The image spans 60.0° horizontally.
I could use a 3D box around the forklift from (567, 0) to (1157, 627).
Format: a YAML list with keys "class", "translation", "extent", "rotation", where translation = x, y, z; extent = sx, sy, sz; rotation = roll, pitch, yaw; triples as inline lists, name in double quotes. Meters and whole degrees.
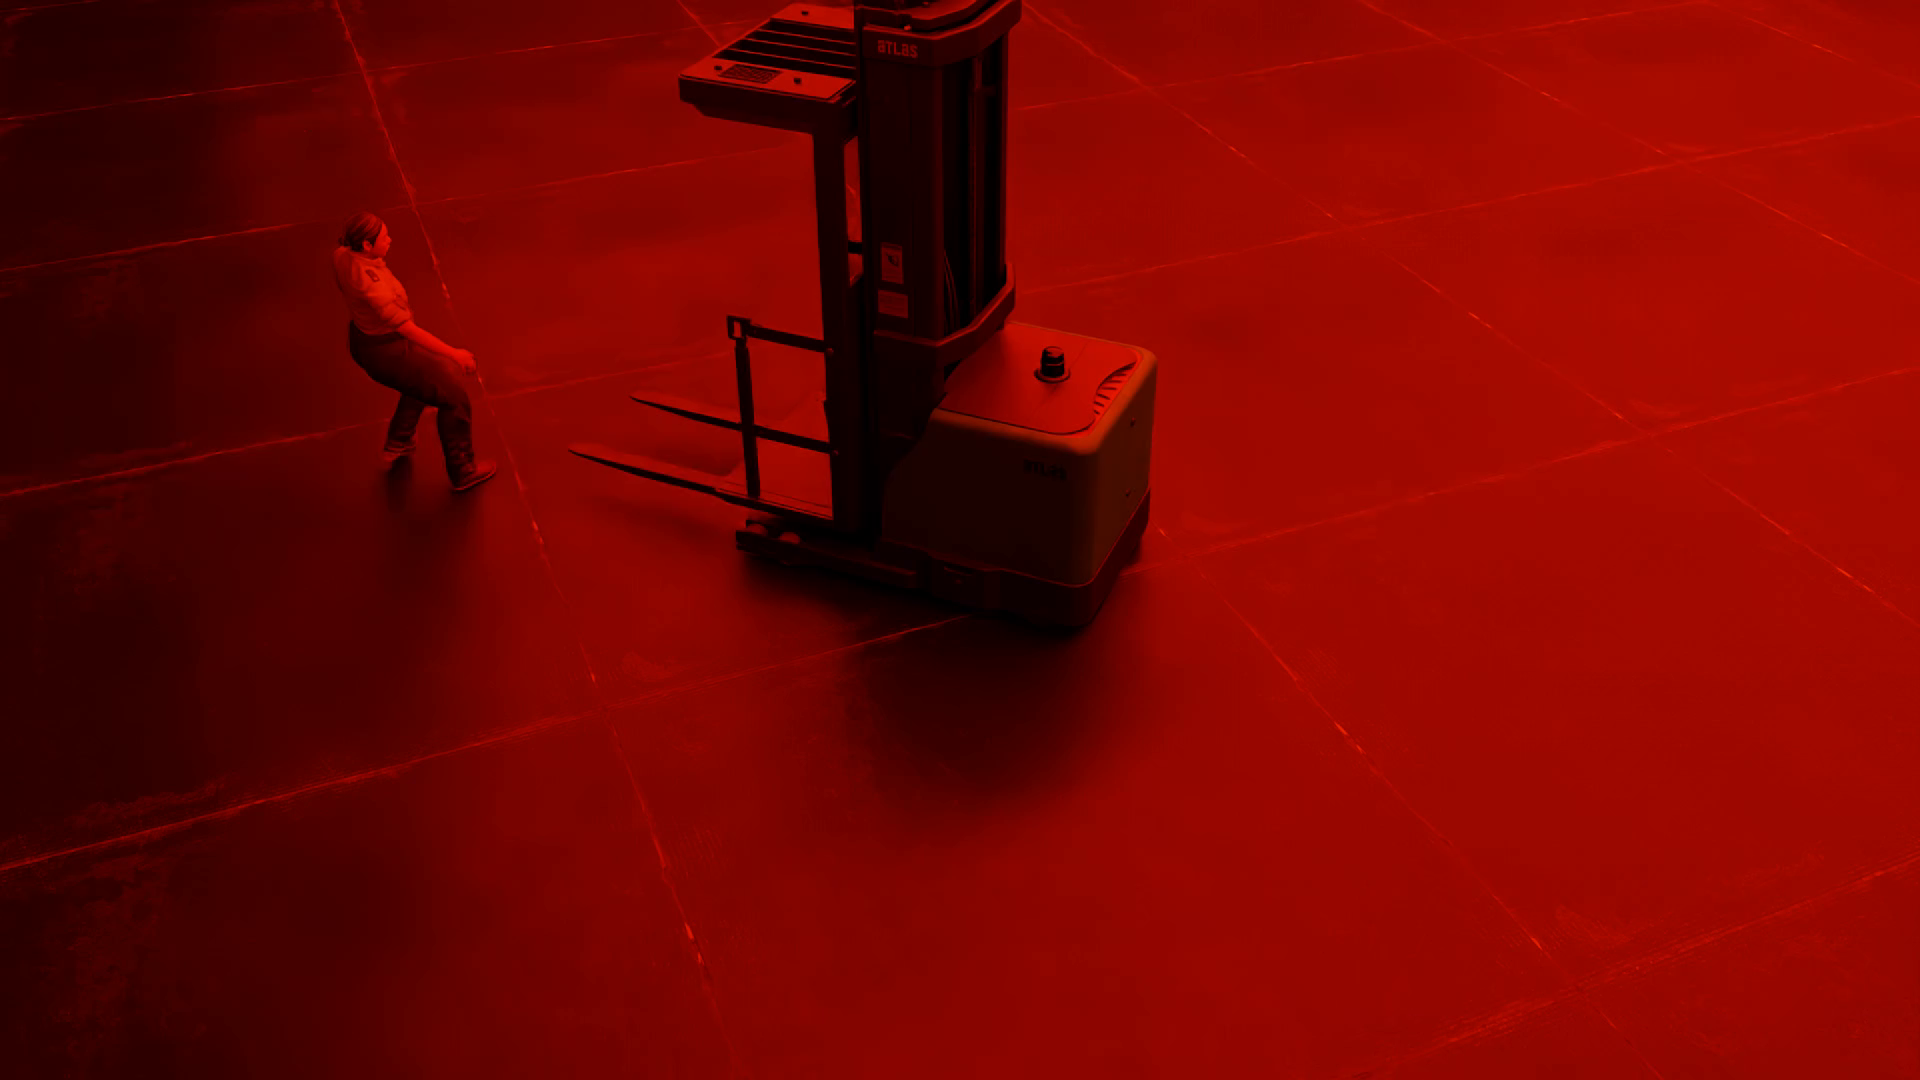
- class: "forklift"
  translation: [-0.591, -1.331, 7.970]
  extent: [3.031, 2.935, 1.130]
  rotation: [14, 38, 19]

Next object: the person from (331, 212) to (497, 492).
- class: "person"
  translation: [-2.891, -1.029, 8.733]
  extent: [0.520, 1.546, 0.740]
  rotation: [-25, 42, -31]
